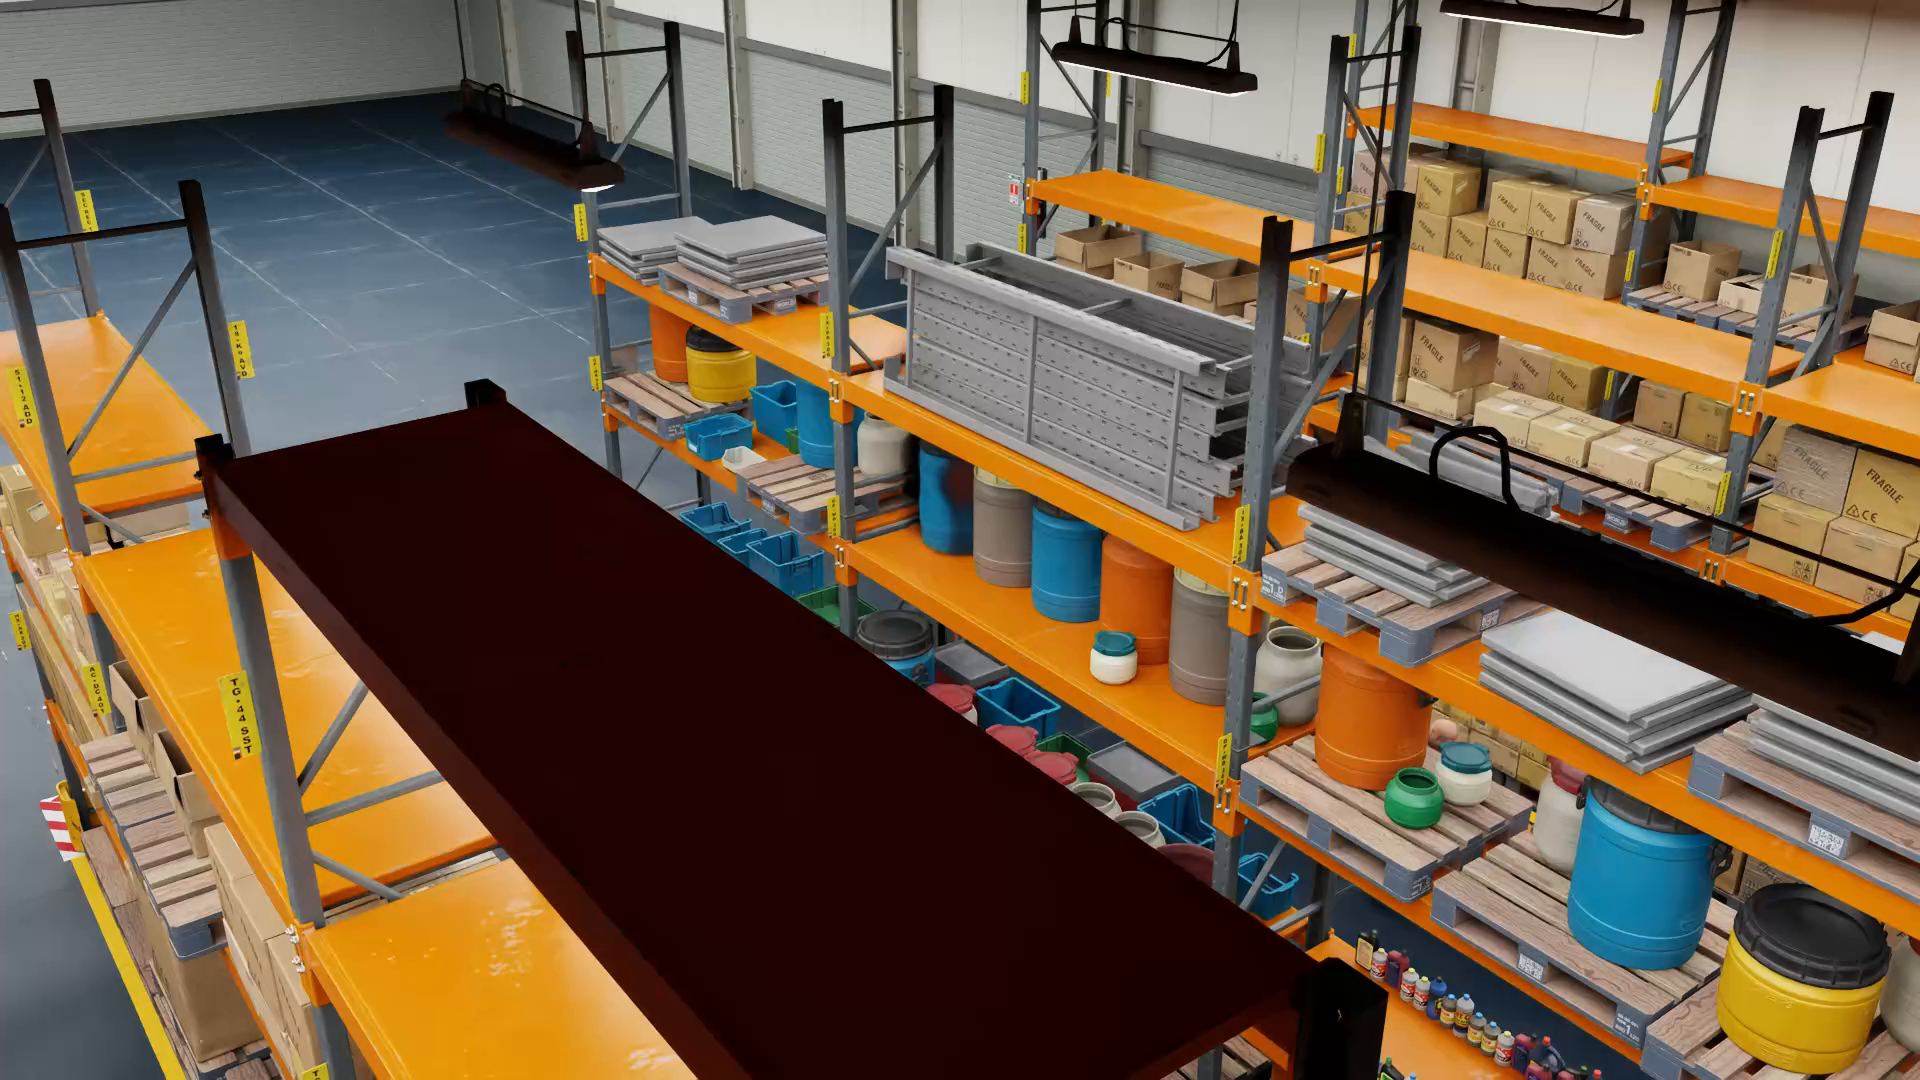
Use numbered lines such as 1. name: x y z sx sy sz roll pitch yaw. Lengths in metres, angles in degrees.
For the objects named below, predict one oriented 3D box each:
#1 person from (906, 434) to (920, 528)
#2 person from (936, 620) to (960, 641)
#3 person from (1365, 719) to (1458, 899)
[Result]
1. person: -0.506 -0.874 18.987 0.345 1.602 0.477 -3 25 -6
2. person: -0.105 0.670 15.483 0.368 1.710 0.516 -11 27 -23
3. person: 3.499 2.065 12.393 0.521 1.672 0.841 -19 31 -35
